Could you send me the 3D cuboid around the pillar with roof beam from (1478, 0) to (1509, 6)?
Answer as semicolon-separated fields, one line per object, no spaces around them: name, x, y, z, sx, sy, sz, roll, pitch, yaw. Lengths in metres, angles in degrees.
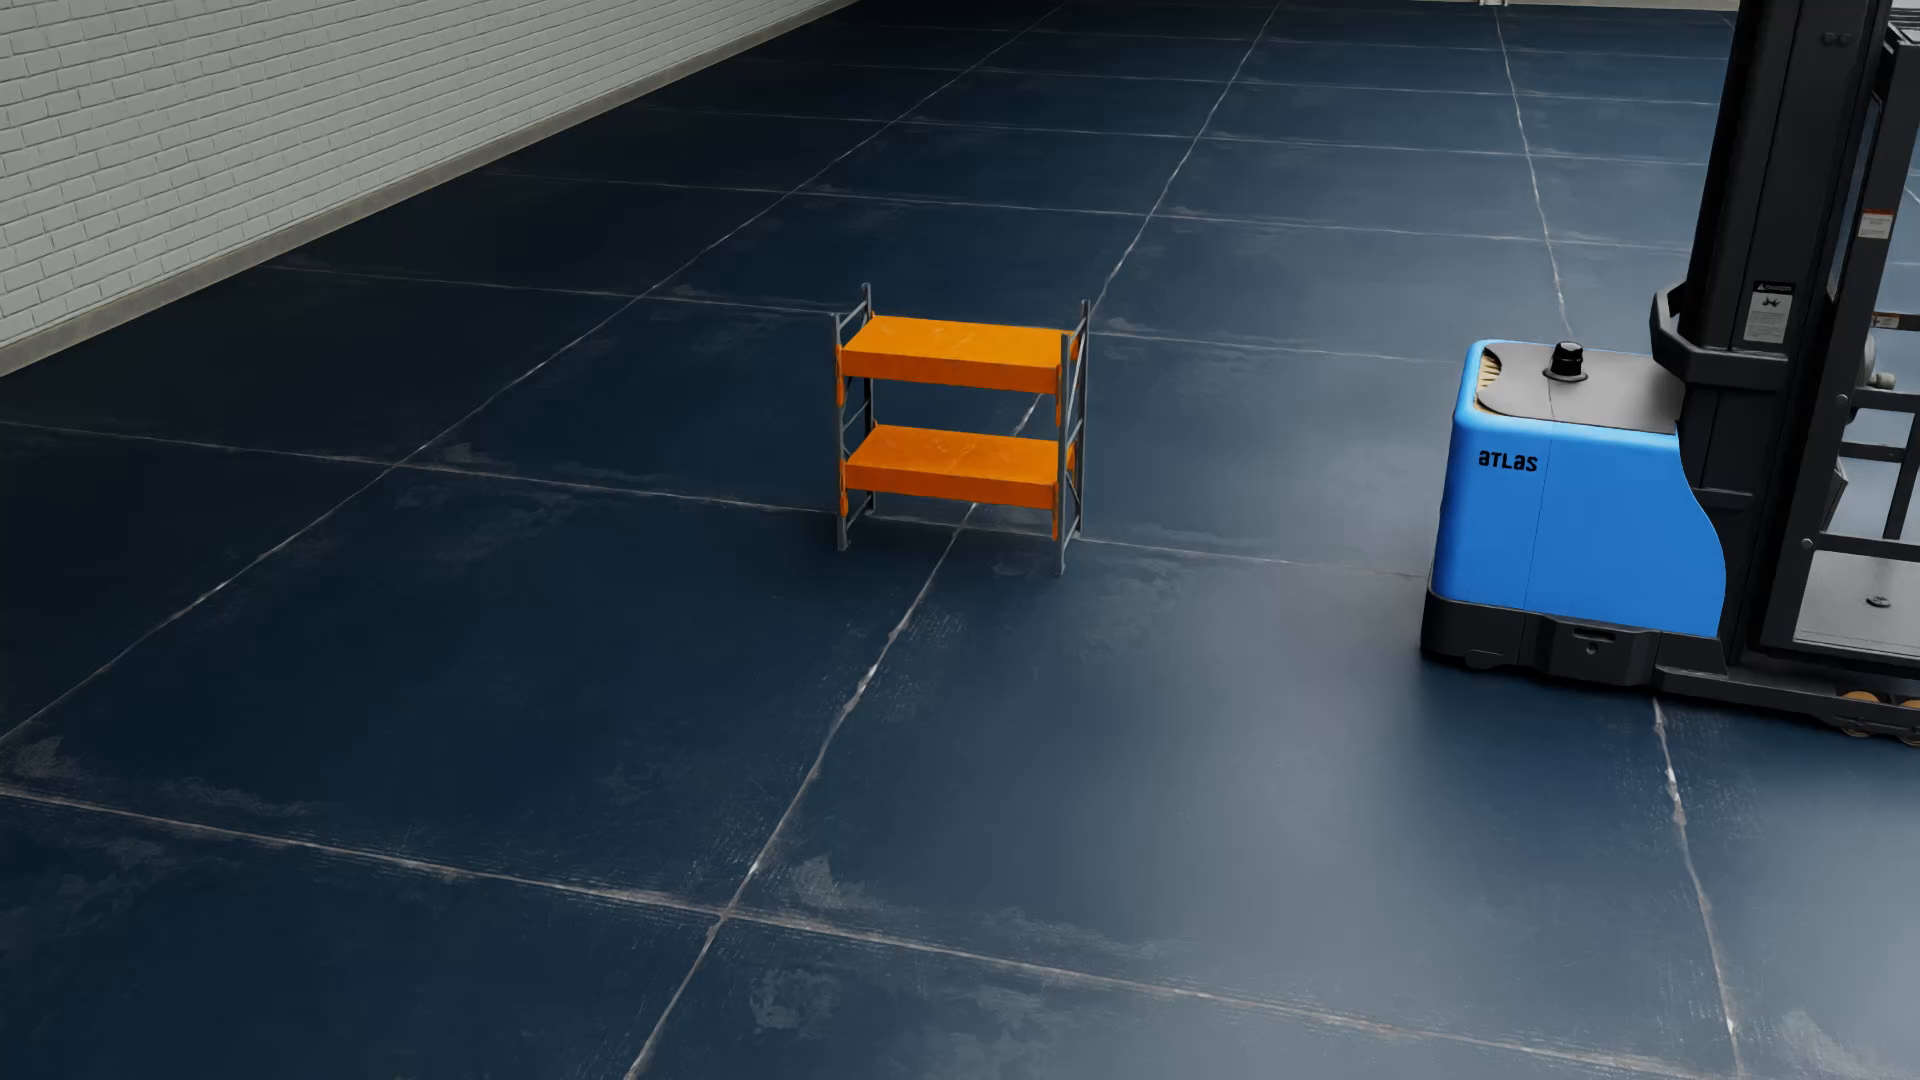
pillar with roof beam;6.617;-10.000;18.286;0.400;9.000;9.100;6;26;13

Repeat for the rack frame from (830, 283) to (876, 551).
rack frame;-0.486;-0.562;7.621;0.032;1.125;0.500;6;26;13

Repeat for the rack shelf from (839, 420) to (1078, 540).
rack shelf;0.007;-0.286;7.612;1.000;0.278;0.538;6;26;13

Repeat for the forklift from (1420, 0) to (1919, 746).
forklift;3.435;-0.819;6.060;3.031;2.935;1.130;8;27;17

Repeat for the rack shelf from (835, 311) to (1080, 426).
rack shelf;0.007;-0.771;7.381;1.000;0.278;0.538;6;26;13

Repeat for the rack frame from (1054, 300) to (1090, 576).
rack frame;0.499;-0.453;7.392;0.032;1.125;0.500;6;26;13

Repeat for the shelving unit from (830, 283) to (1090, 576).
shelving unit;0.007;-0.507;7.507;1.048;1.125;0.538;6;26;13
